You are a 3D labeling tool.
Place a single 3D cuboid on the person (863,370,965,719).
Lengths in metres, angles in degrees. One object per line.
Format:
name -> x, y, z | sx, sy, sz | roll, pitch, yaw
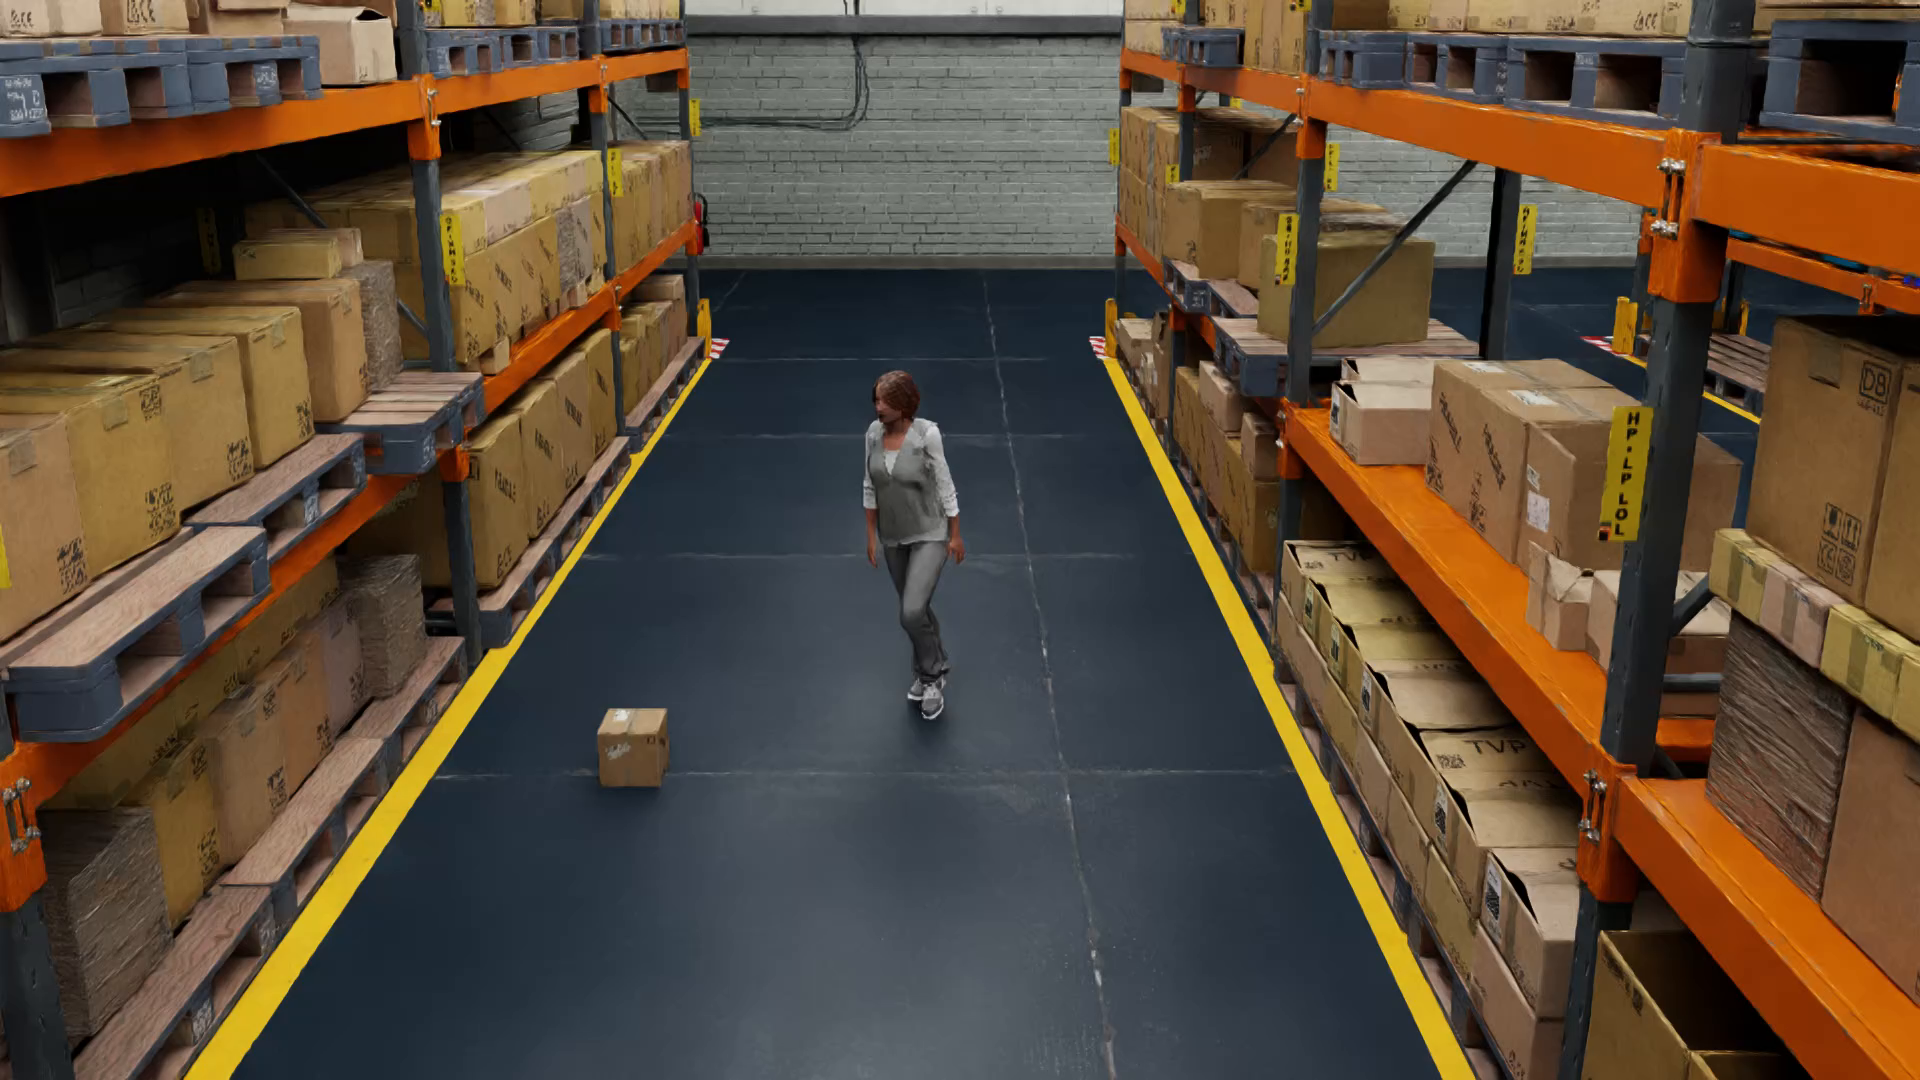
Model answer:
person -> -0.213, -0.006, 7.532 | 0.442, 1.584, 0.493 | 11, 20, 31
